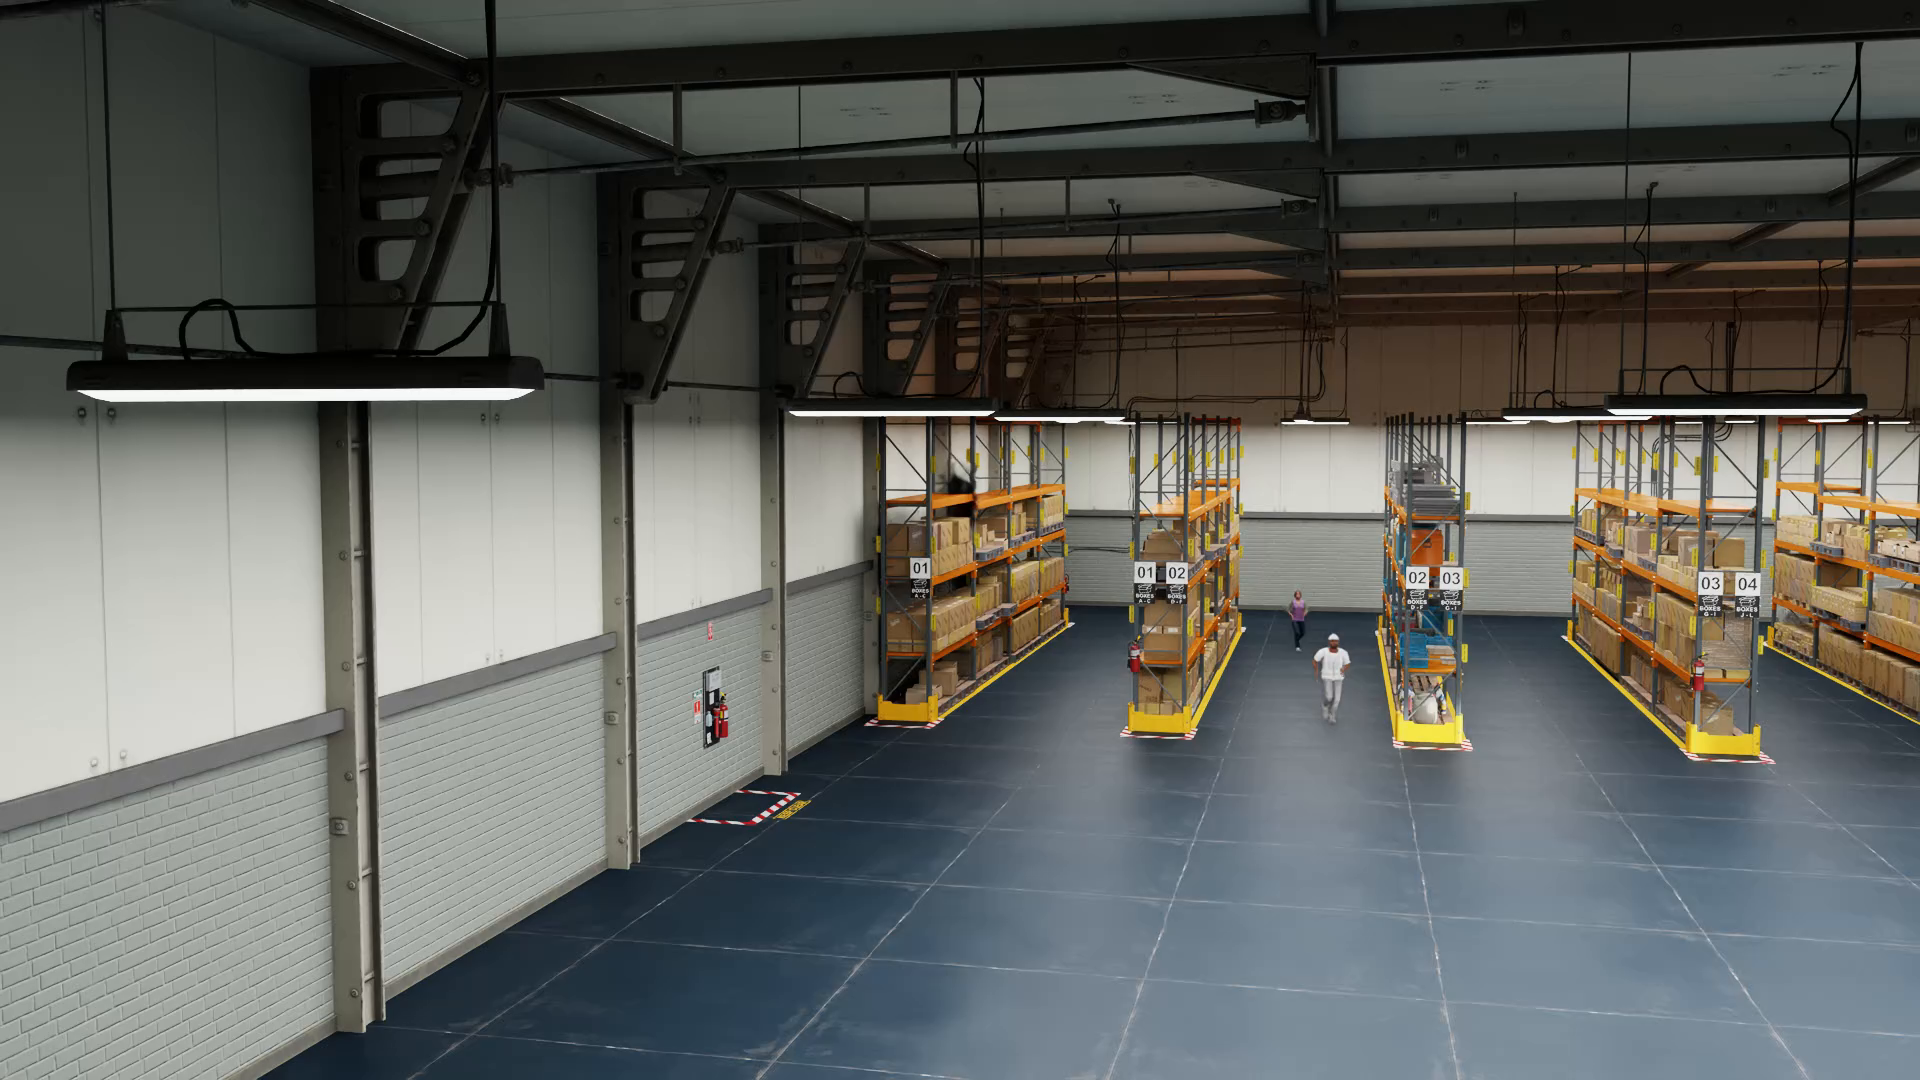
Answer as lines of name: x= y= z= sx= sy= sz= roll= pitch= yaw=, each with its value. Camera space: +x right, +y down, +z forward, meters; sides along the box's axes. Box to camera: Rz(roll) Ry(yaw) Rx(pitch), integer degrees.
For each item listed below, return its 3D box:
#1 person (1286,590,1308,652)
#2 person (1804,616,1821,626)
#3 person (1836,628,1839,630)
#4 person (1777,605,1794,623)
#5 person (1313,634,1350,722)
person: x=8.644 y=2.064 z=42.638 sx=0.537 sy=1.549 sz=0.594 roll=0 pitch=4 yaw=0
person: x=22.826 y=1.857 z=44.479 sx=0.728 sy=1.710 sz=0.583 roll=-3 pitch=5 yaw=-35
person: x=23.776 y=1.787 z=45.095 sx=0.648 sy=1.789 sz=0.634 roll=0 pitch=4 yaw=-7
person: x=22.284 y=1.890 z=44.623 sx=0.664 sy=1.670 sz=0.668 roll=0 pitch=4 yaw=4
person: x=7.196 y=2.681 z=32.110 sx=0.690 sy=1.720 sz=0.597 roll=0 pitch=4 yaw=3
